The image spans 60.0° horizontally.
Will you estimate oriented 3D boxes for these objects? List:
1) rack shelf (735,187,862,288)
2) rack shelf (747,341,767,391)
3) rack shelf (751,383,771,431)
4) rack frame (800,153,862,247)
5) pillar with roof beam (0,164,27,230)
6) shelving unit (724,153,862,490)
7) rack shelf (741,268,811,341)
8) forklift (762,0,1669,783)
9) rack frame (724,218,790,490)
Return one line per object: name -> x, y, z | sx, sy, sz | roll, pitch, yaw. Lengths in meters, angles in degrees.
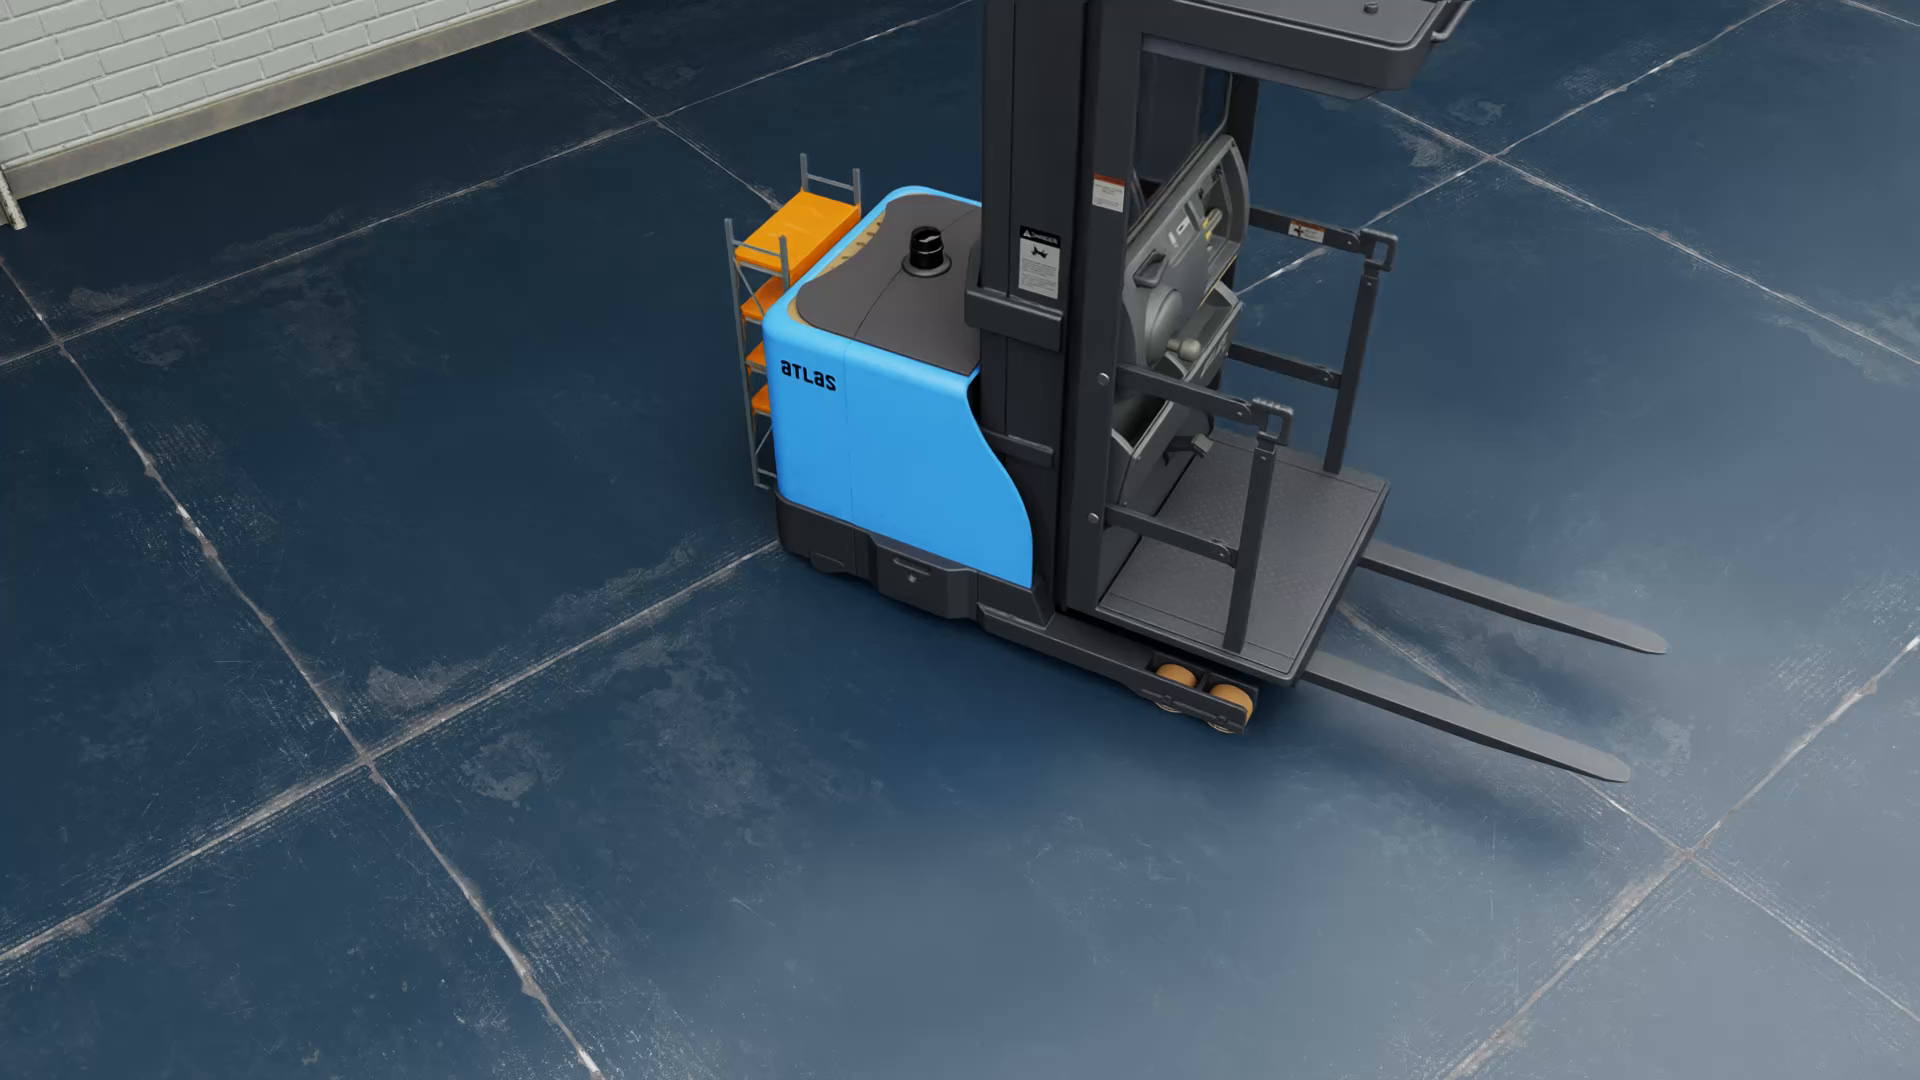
rack shelf -> -0.579, -1.051, 5.918 | 0.258, 0.148, 0.480 | 20, 47, 20
rack shelf -> -0.579, -0.715, 6.233 | 0.258, 0.148, 0.480 | 20, 47, 20
rack shelf -> -0.579, -0.571, 6.369 | 0.258, 0.148, 0.480 | 20, 47, 20
rack frame -> -0.465, -0.912, 6.345 | 0.240, 1.200, 0.015 | 20, 47, 20
pillar with roof beam -> -1.874, -2.490, 2.328 | 0.400, 9.000, 9.100 | -30, 51, -28
shelving unit -> -0.579, -0.764, 6.187 | 0.258, 1.200, 0.503 | 20, 47, 20
rack shelf -> -0.579, -0.879, 6.080 | 0.258, 0.148, 0.480 | 20, 47, 20
forklift -> 0.875, -0.842, 5.006 | 3.031, 2.935, 1.130 | 20, 47, 20
rack frame -> -0.692, -0.617, 6.030 | 0.240, 1.200, 0.015 | 20, 47, 20
